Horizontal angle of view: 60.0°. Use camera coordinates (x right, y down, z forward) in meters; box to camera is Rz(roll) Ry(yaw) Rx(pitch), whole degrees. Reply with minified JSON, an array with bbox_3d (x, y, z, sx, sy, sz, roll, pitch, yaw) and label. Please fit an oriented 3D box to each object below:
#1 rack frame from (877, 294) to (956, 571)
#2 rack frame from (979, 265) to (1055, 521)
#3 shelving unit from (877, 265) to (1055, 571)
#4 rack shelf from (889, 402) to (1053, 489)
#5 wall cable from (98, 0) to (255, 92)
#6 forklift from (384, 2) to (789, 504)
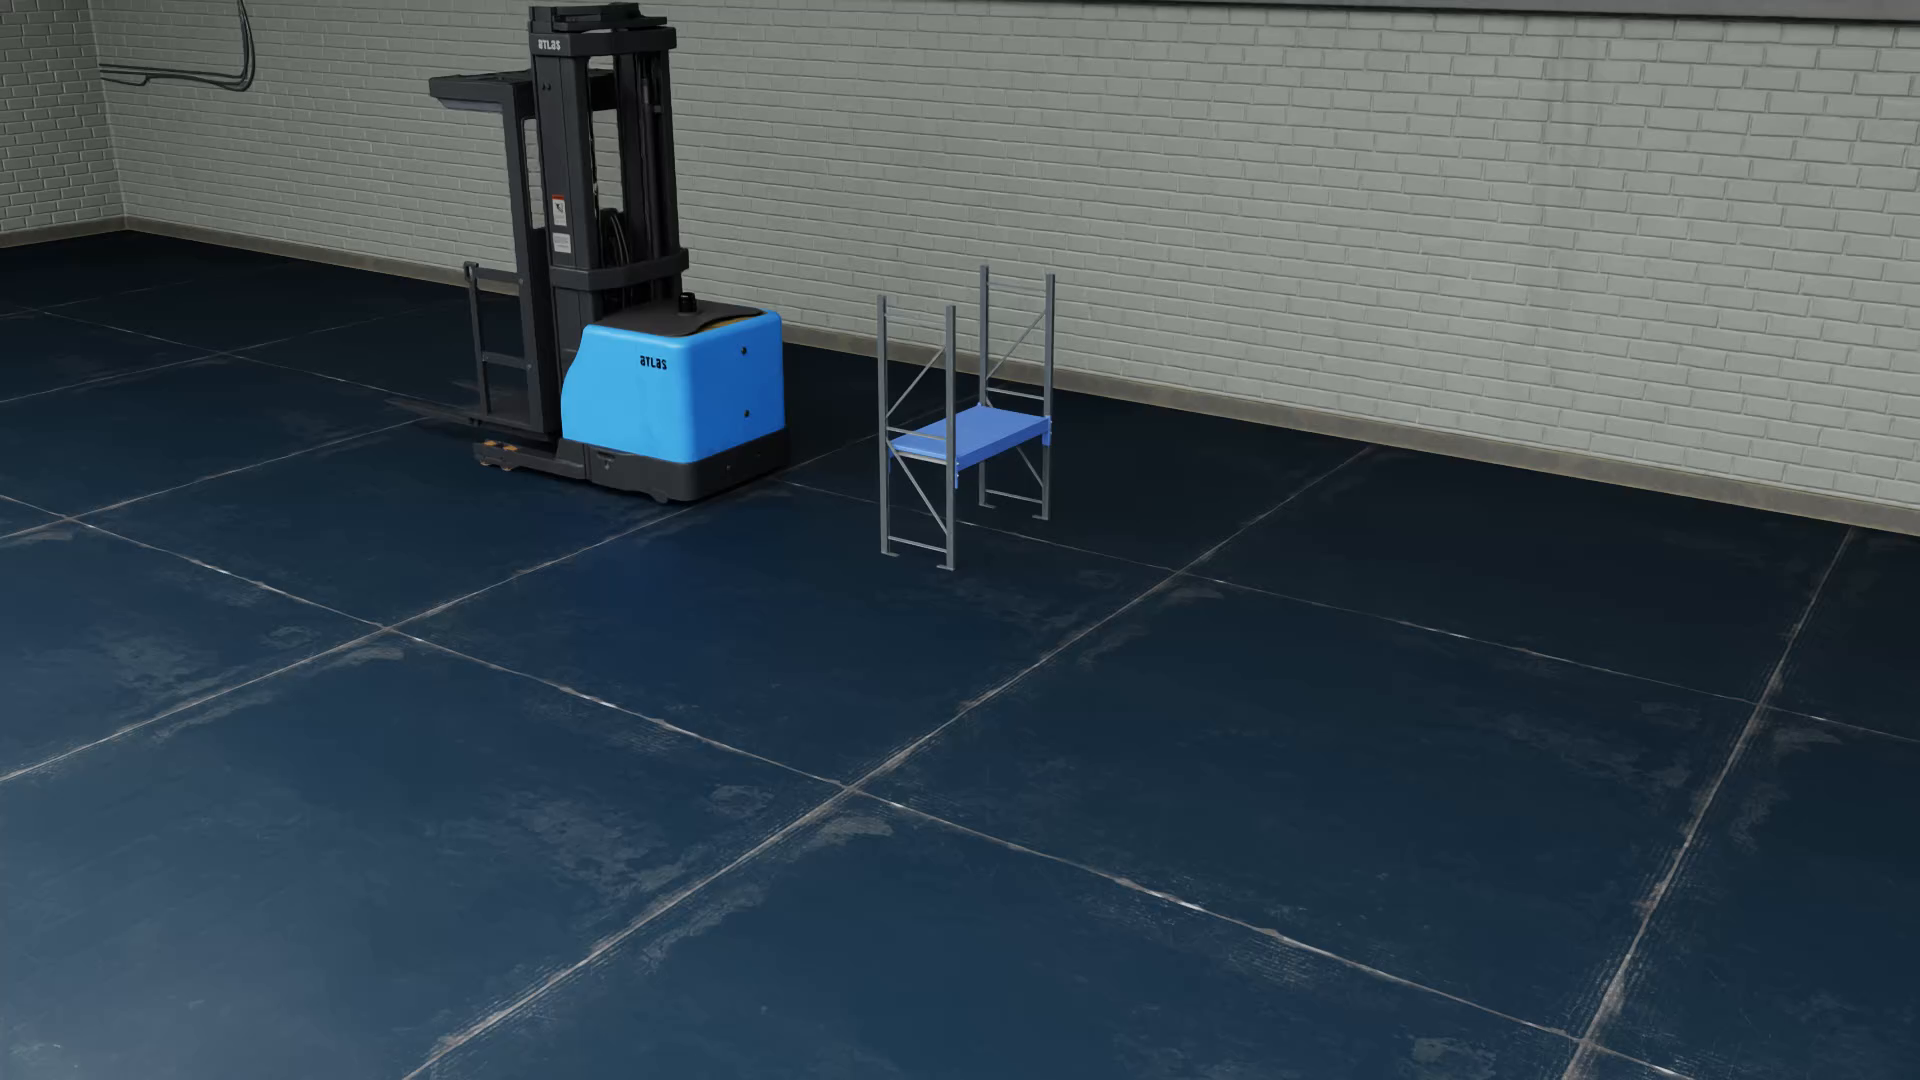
[{"bbox_3d":[-0.238,-0.582,9.177,0.500,1.500,0.032,13,24,32],"label":"rack frame"},{"bbox_3d":[0.334,-0.874,9.965,0.500,1.500,0.032,13,24,32],"label":"rack frame"},{"bbox_3d":[0.048,-0.728,9.571,0.538,1.500,1.048,13,24,32],"label":"shelving unit"},{"bbox_3d":[0.048,-0.559,9.633,0.538,0.185,1.000,13,24,32],"label":"rack shelf"},{"bbox_3d":[-8.696,-6.160,17.924,3.097,2.526,0.112,13,24,32],"label":"wall cable"},{"bbox_3d":[-2.639,-1.969,10.864,3.031,2.935,1.130,13,24,31],"label":"forklift"}]
